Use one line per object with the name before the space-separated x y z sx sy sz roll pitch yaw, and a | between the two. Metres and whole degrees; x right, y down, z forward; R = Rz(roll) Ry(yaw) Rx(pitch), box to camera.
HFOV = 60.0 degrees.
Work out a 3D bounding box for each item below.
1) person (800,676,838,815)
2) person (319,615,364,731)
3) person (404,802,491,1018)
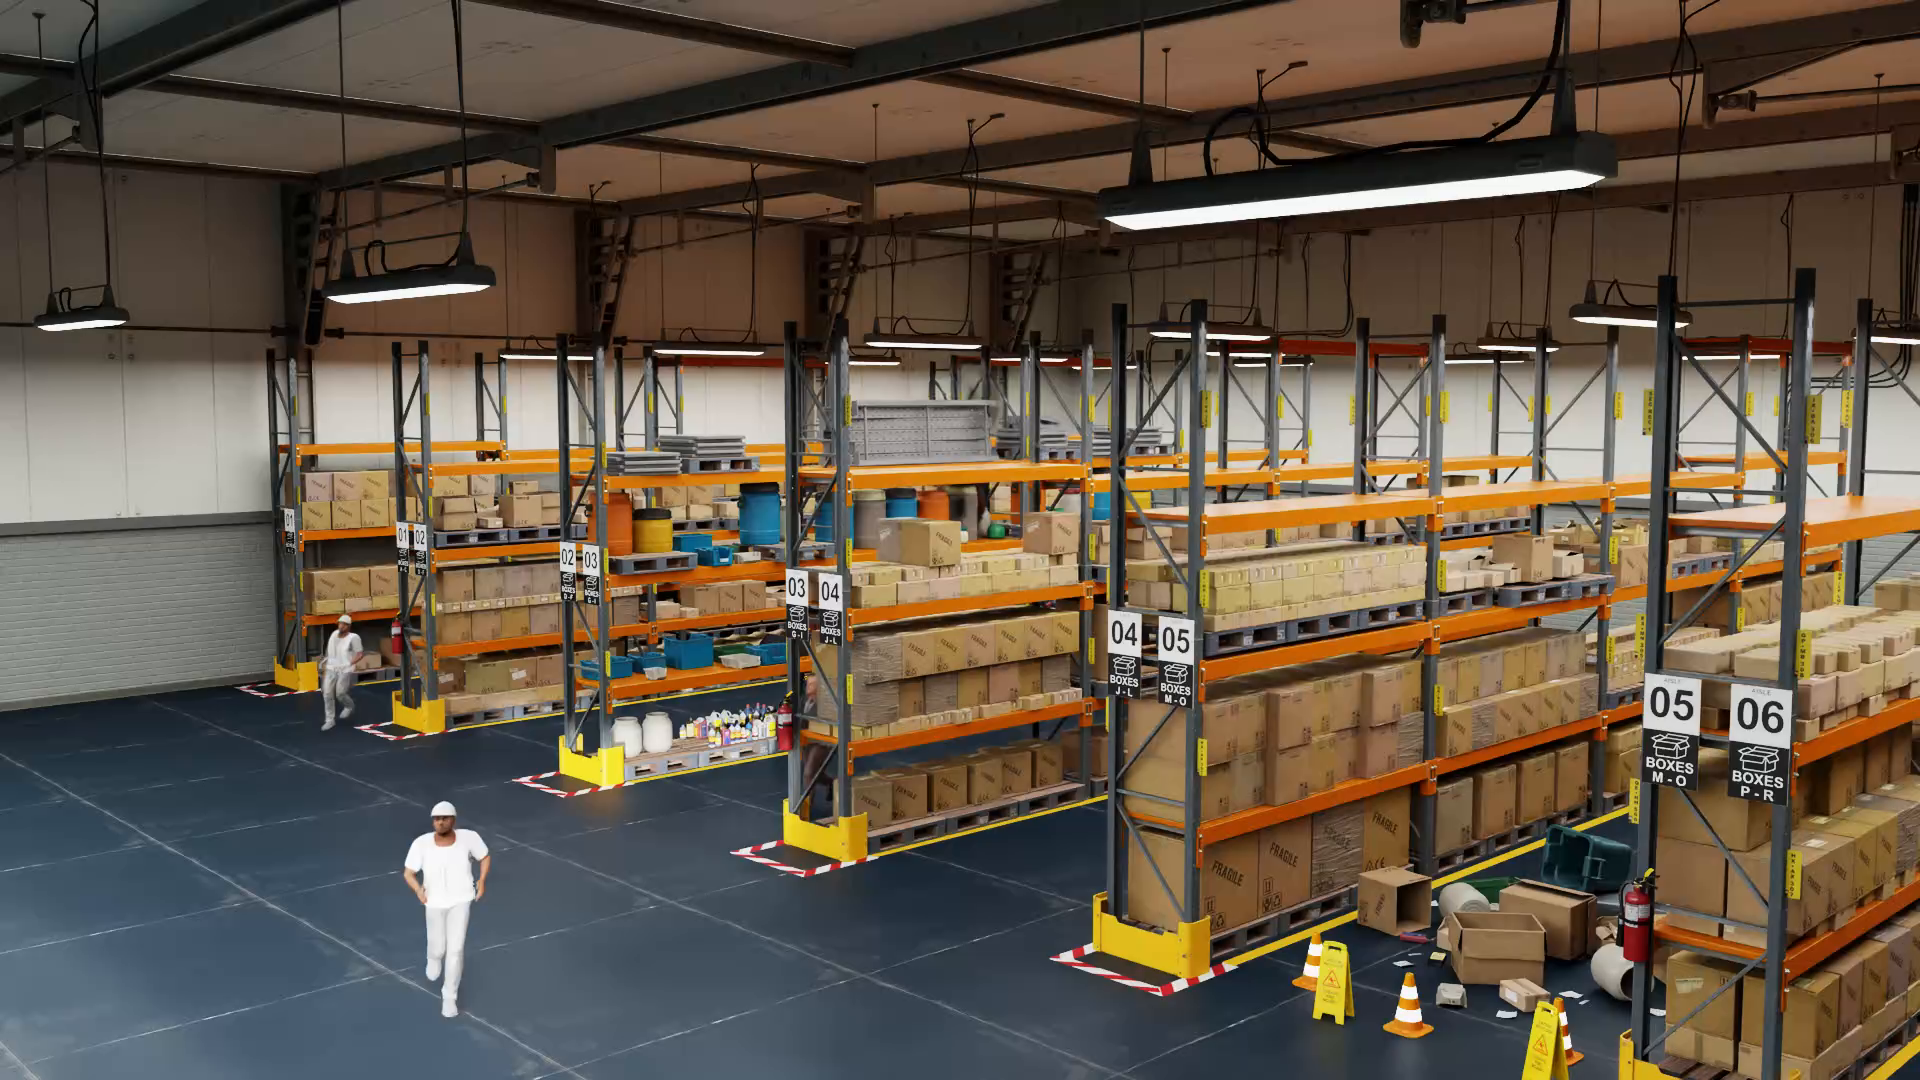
person | -1.769 2.516 20.531 0.659 1.704 0.924 4 6 40
person | -9.648 2.047 26.019 0.721 1.764 0.794 1 5 11
person | -4.357 3.078 14.171 0.708 1.760 0.862 -1 5 -14
